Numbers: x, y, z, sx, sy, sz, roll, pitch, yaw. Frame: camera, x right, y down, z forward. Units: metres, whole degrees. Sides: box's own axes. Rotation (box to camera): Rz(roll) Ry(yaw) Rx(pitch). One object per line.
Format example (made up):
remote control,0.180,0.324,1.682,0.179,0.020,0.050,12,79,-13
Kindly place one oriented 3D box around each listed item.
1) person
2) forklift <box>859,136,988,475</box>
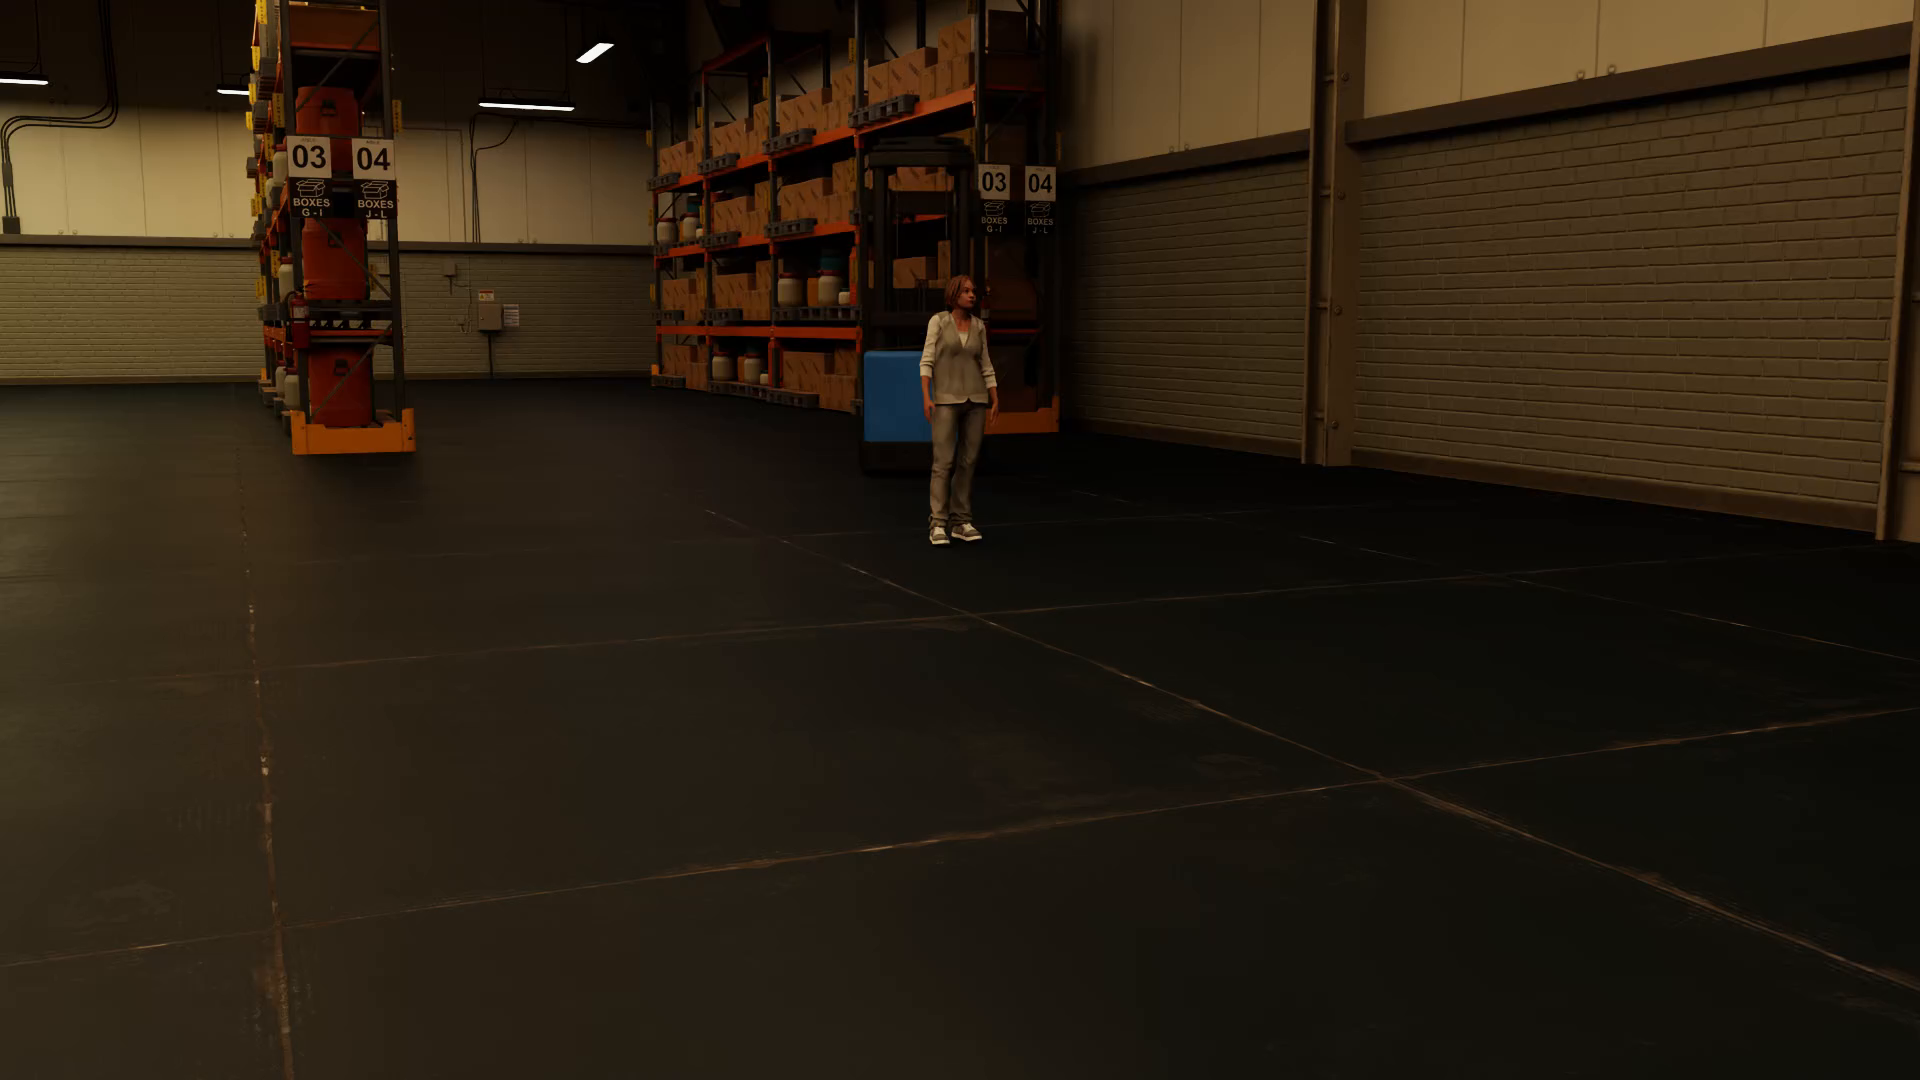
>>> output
person,0.016,-0.790,9.976,0.520,1.597,0.475,-3,8,-23
forklift,-0.365,-2.174,15.435,1.130,2.935,3.031,0,8,-2
